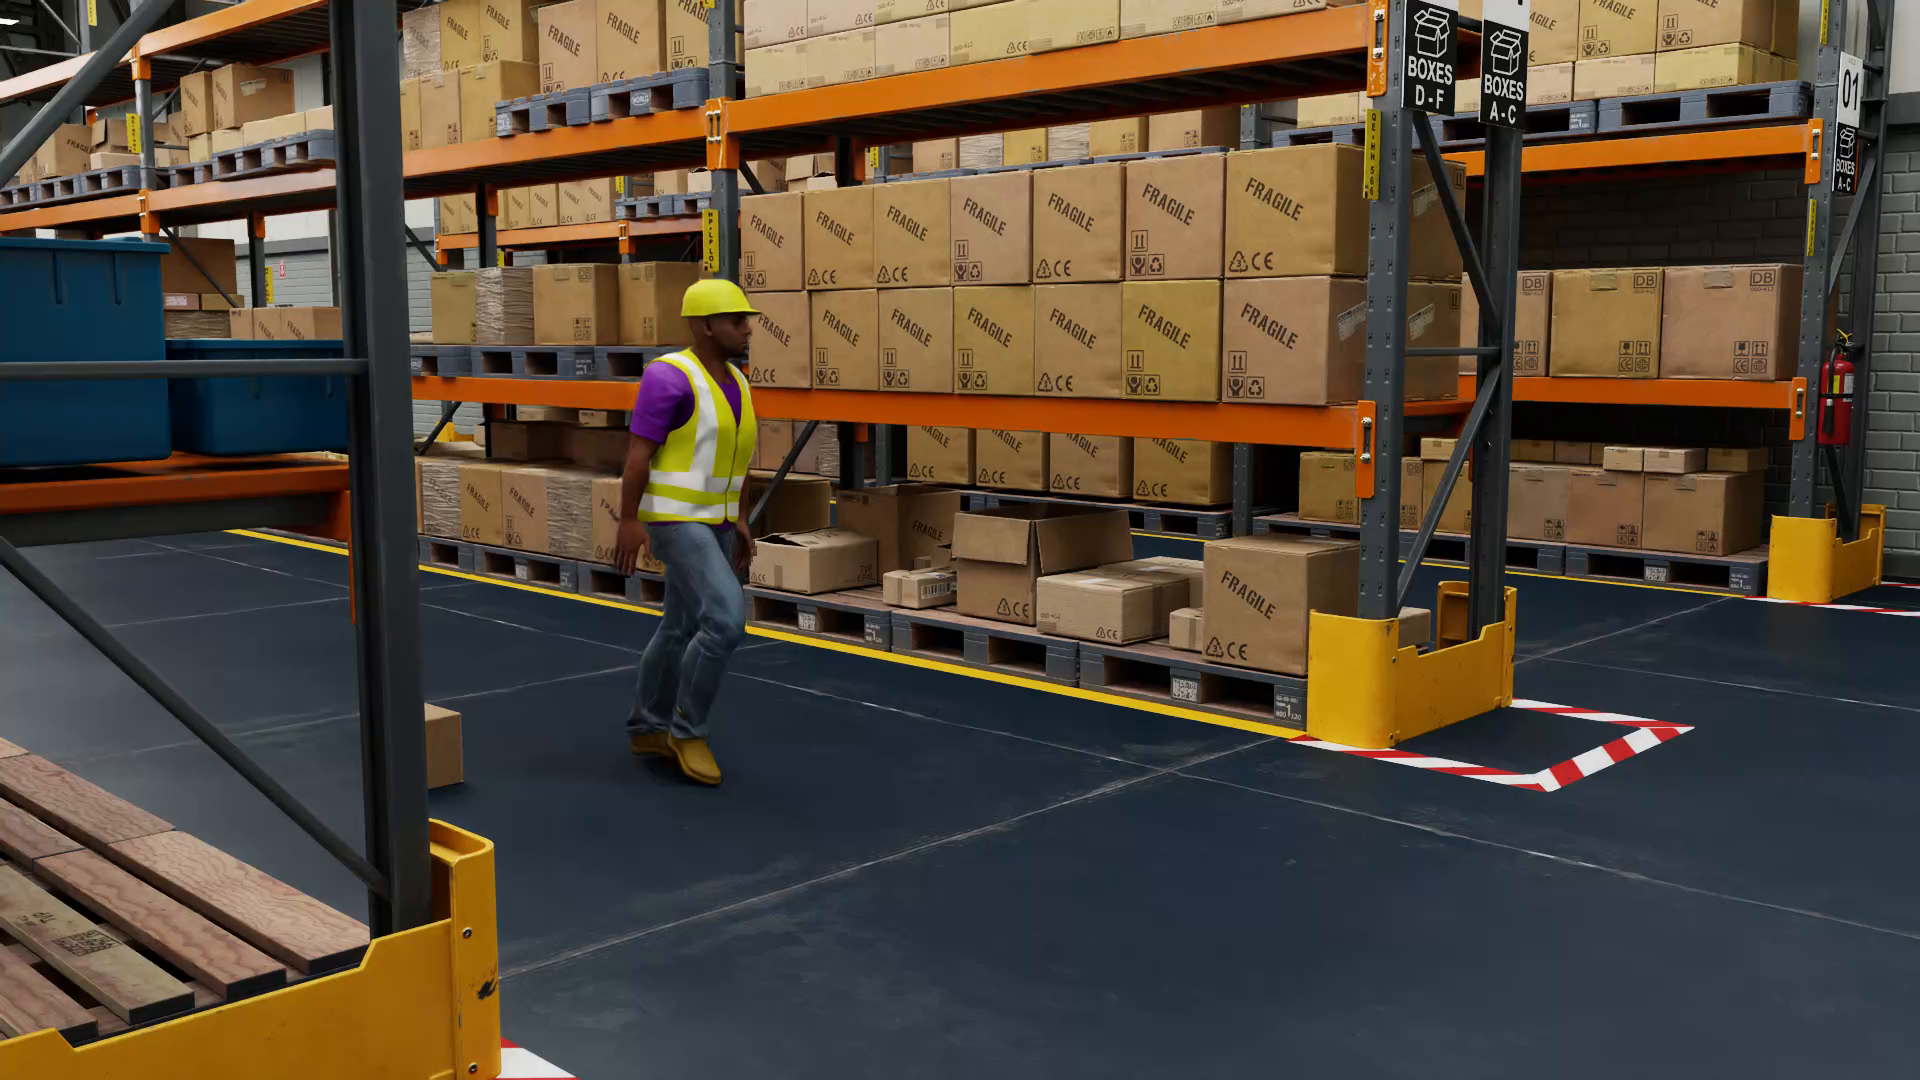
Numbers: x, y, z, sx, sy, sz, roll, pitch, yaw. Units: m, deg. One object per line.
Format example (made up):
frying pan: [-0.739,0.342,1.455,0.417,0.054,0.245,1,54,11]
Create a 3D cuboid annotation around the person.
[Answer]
person: [-0.976,-0.048,6.005,0.553,1.766,0.607,2,7,19]
